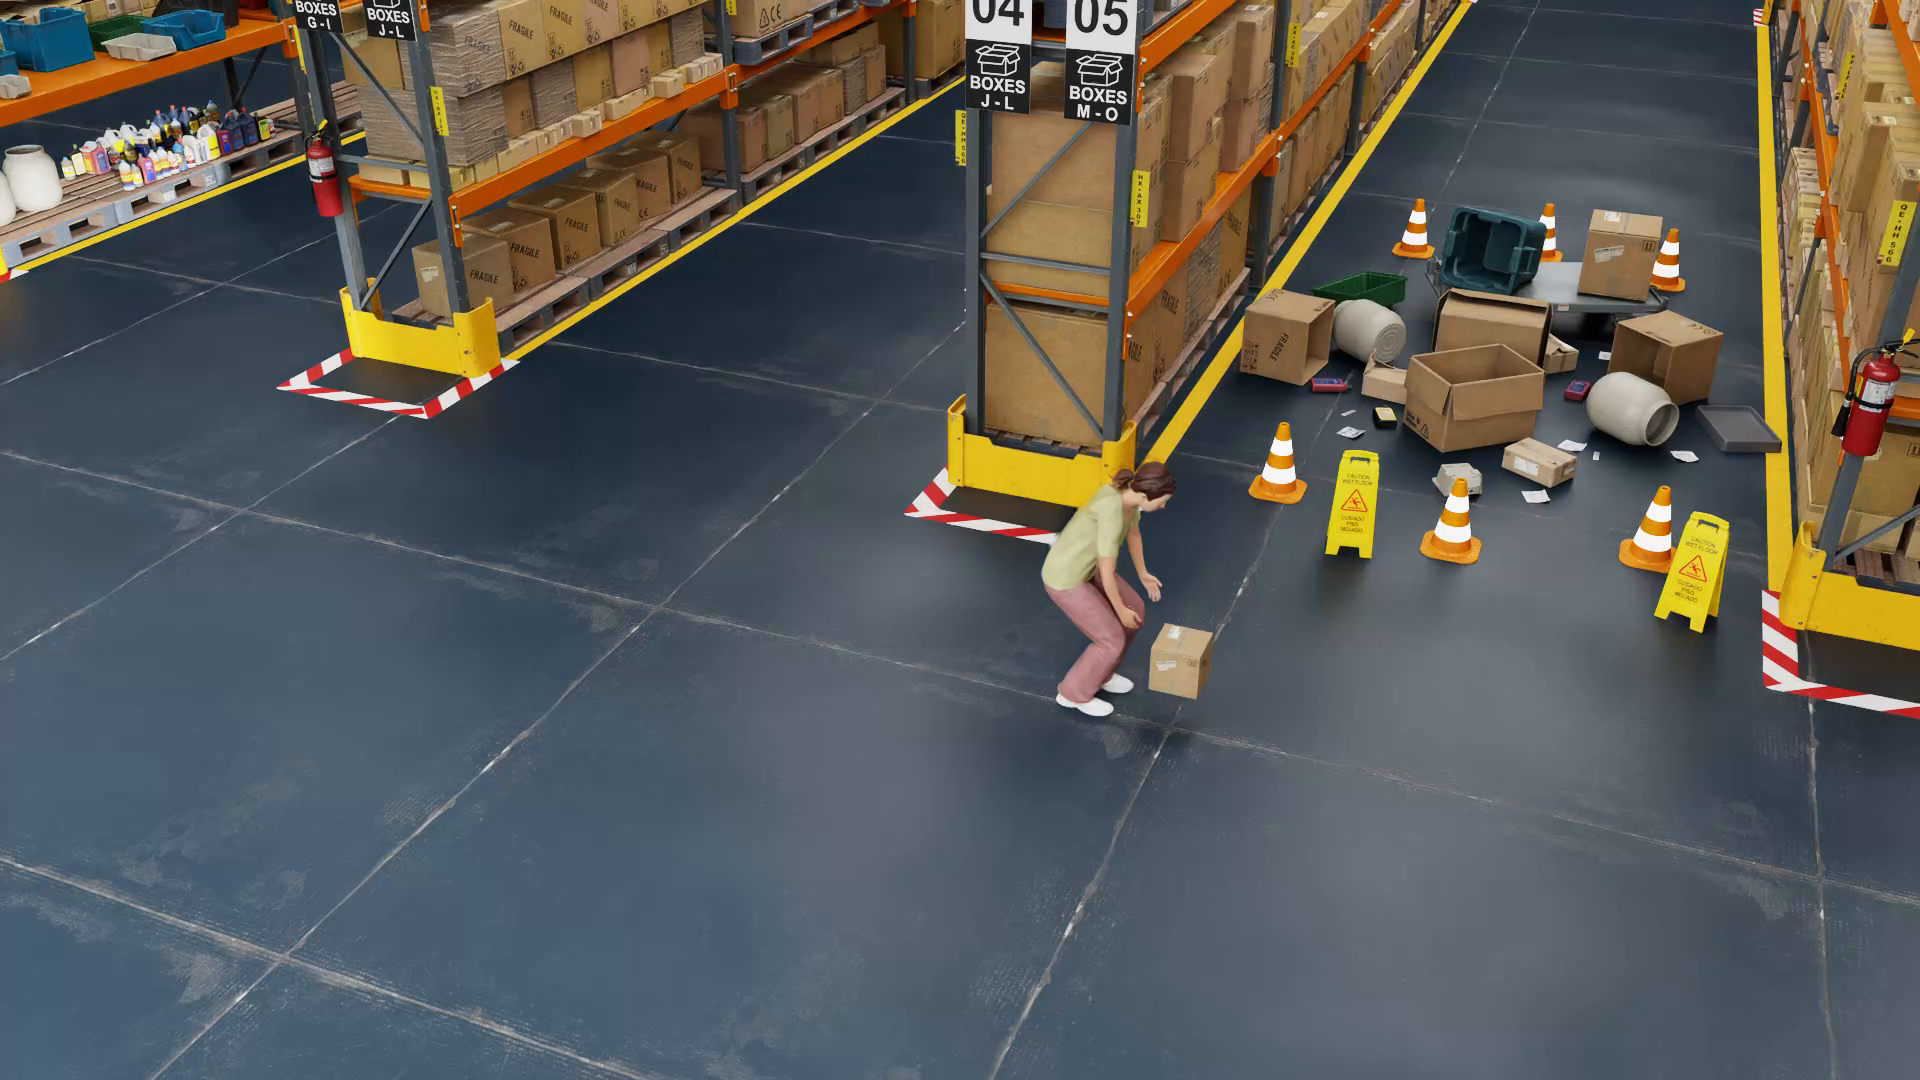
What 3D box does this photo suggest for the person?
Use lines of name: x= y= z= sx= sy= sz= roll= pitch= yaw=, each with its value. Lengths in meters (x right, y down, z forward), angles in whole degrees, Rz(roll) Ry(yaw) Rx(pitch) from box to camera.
person: x=0.739 y=0.203 z=8.332 sx=0.633 sy=1.391 sz=0.510 roll=12 pitch=32 yaw=19
